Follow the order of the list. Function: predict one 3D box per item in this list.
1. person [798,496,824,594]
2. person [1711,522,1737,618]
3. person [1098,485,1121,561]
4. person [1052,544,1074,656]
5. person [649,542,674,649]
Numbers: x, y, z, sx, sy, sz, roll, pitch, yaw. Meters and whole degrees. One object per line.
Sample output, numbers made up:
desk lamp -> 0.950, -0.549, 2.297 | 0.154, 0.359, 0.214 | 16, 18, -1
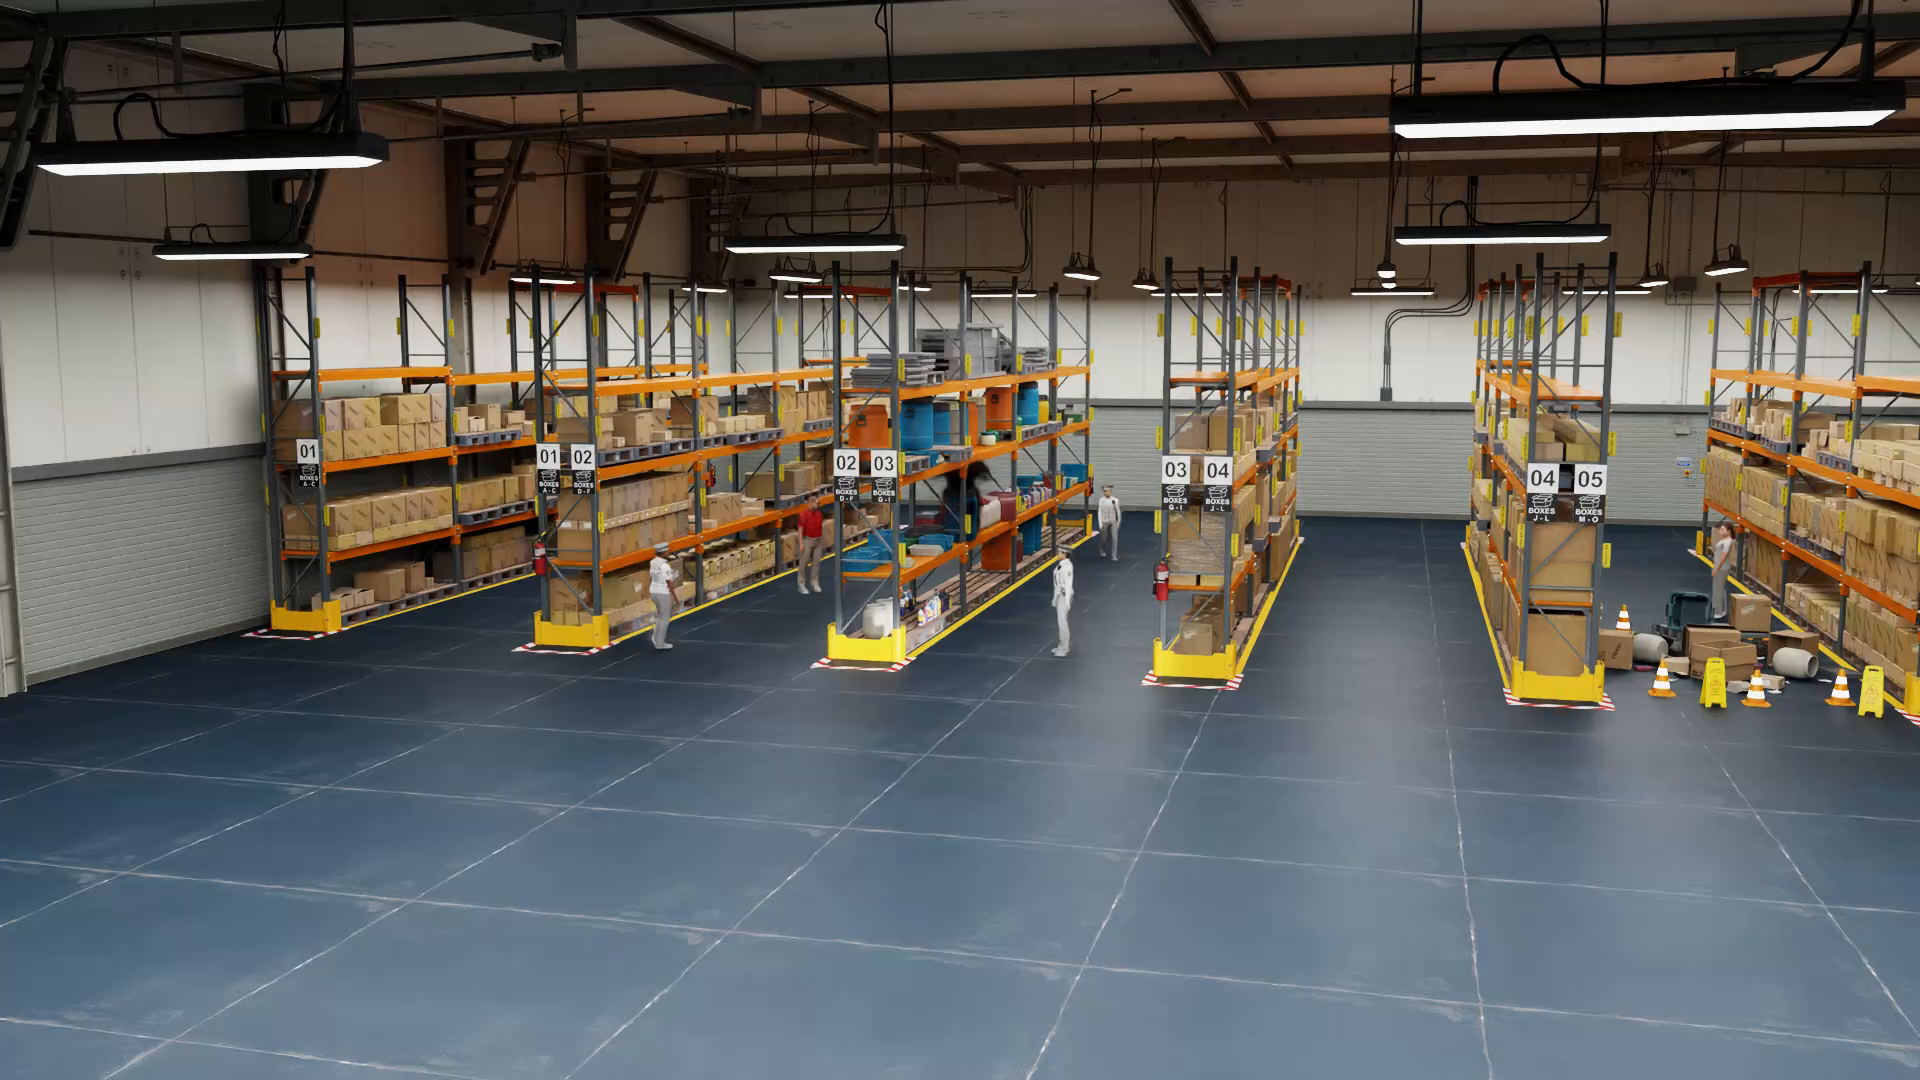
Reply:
person -> -2.676, 0.076, 29.738 | 0.567, 1.740, 0.401 | -6, 9, -38
person -> 13.159, 0.542, 28.778 | 0.466, 1.714, 0.511 | 6, 9, 40
person -> 3.238, -0.390, 36.045 | 0.508, 1.639, 0.756 | -1, 7, -6
person -> 1.593, 0.922, 25.755 | 0.360, 1.721, 0.583 | -1, 7, -5
person -> -4.661, 0.881, 25.998 | 0.456, 1.694, 0.358 | 7, 10, 45
